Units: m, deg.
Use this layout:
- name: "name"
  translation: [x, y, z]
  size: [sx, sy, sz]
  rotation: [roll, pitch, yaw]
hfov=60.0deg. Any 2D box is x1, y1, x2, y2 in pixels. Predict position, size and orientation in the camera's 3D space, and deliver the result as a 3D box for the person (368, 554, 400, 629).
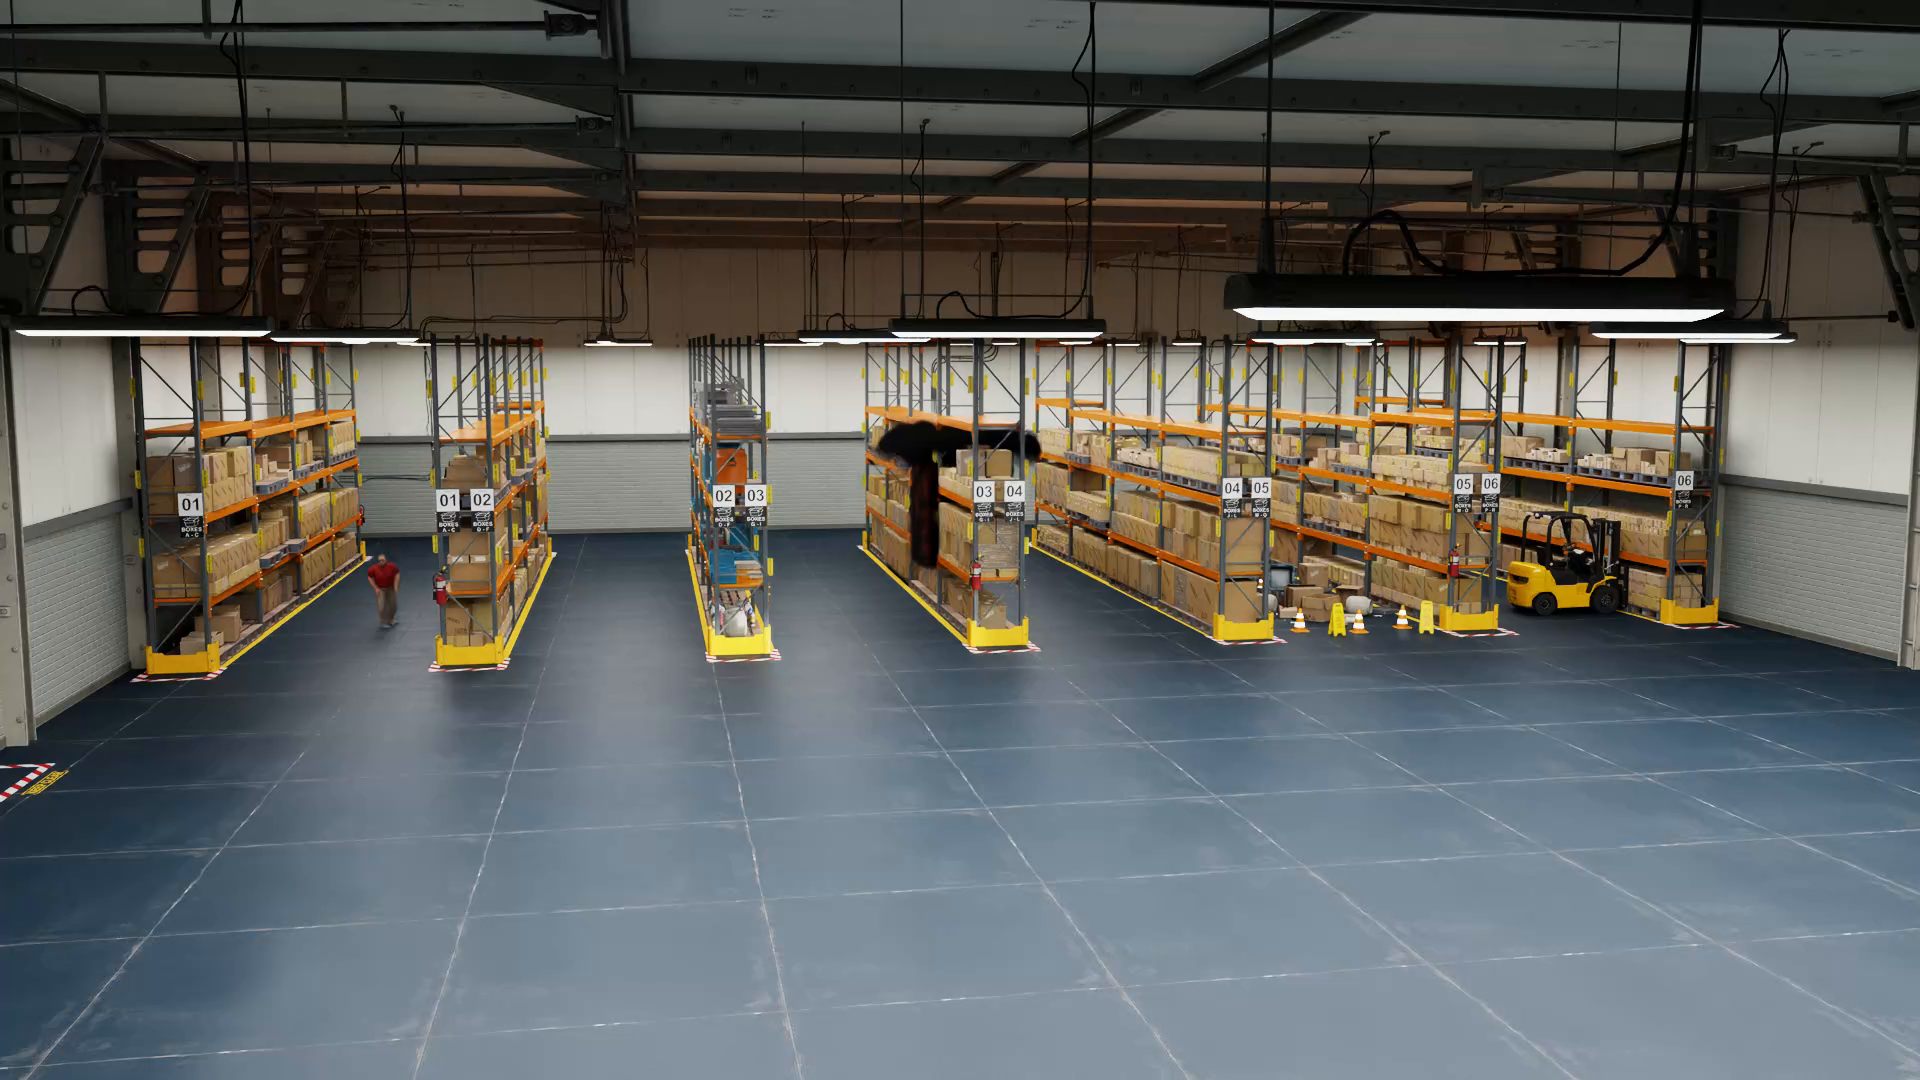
- name: "person"
  translation: [-11.840, 1.028, 34.199]
  size: [0.687, 1.579, 0.864]
  rotation: [-5, 8, -35]
